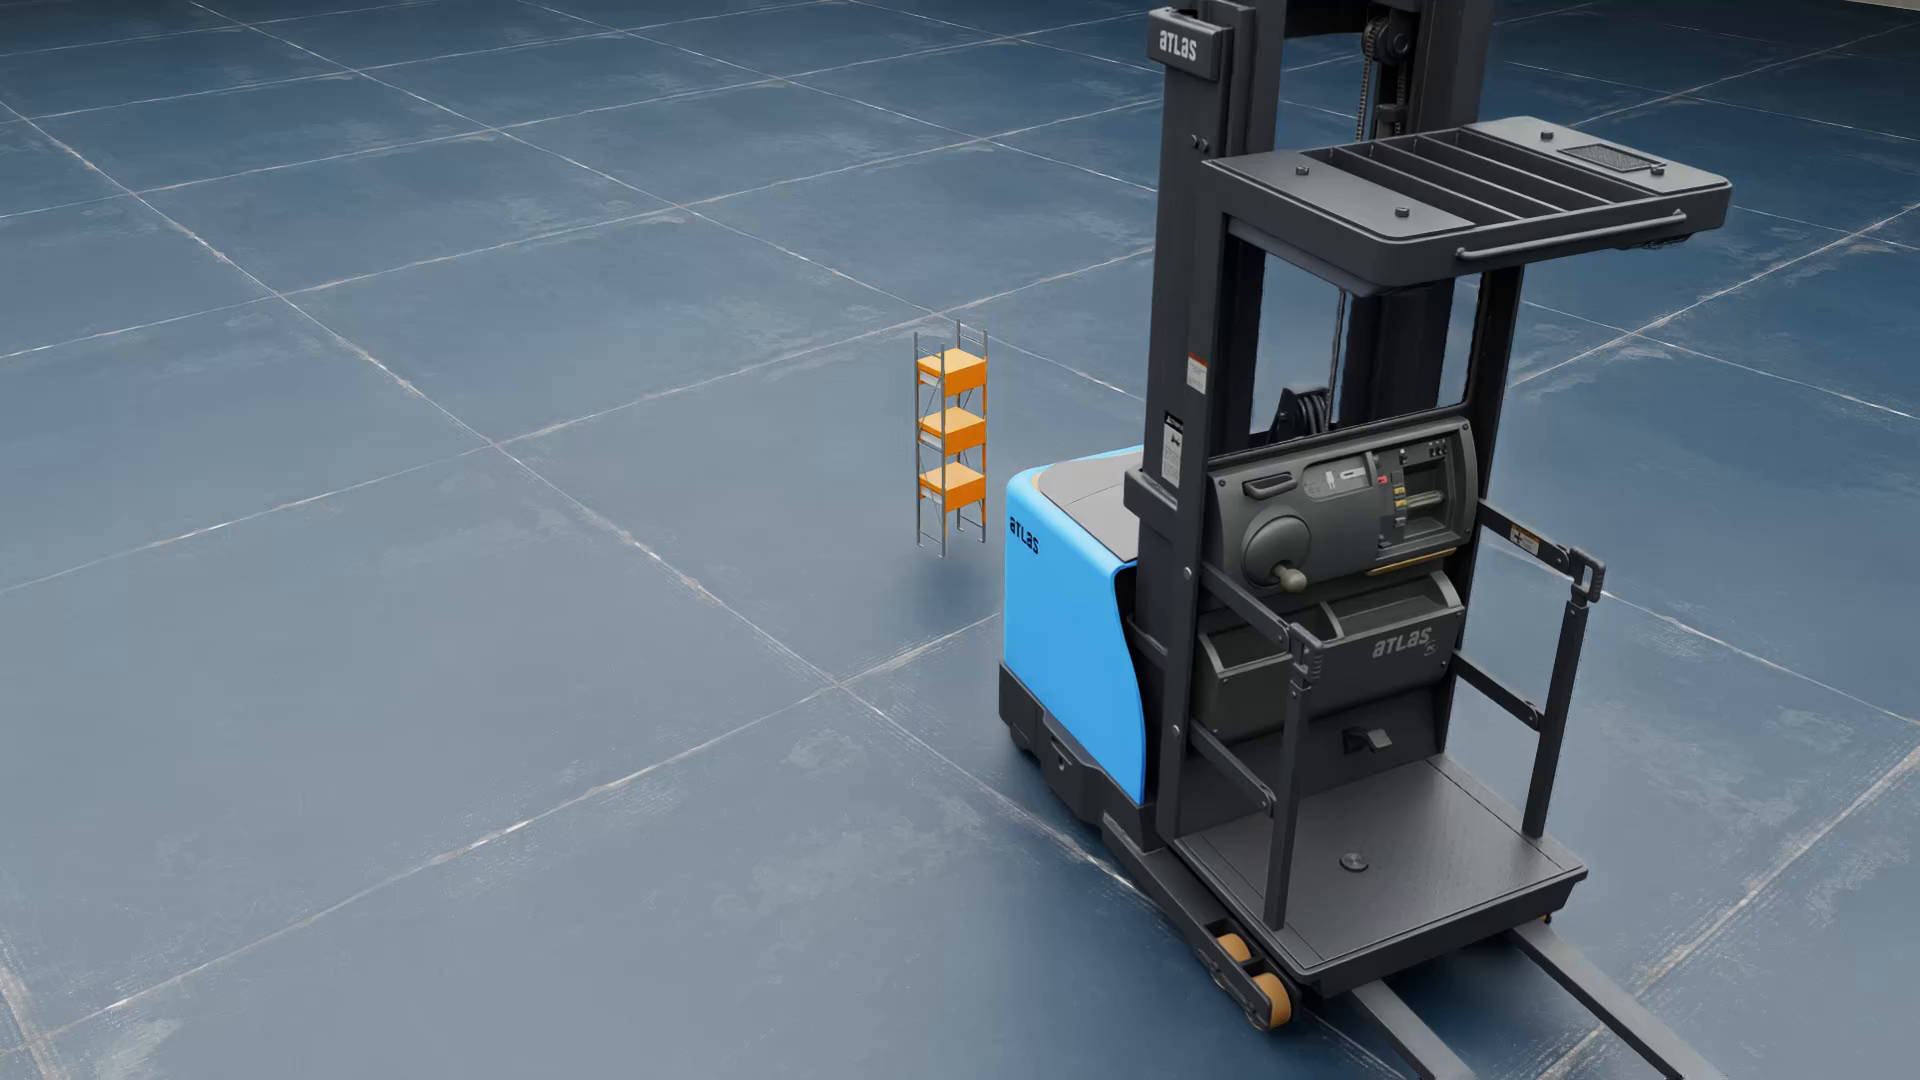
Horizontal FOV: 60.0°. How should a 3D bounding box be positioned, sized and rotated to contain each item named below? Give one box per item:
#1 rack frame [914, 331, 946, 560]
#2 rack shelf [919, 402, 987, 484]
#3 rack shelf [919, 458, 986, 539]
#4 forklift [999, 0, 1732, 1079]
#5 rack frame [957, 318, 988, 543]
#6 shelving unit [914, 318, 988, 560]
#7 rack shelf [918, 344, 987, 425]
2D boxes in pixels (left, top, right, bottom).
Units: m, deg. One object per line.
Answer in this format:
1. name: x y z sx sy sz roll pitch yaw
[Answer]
1. rack frame: -0.134 -0.409 7.402 0.008 1.050 0.200 -22 35 -35
2. rack shelf: -0.041 -0.437 7.477 0.240 0.259 0.215 -22 35 -35
3. rack shelf: -0.041 -0.192 7.608 0.240 0.259 0.215 -22 35 -35
4. forklift: 1.245 -0.060 4.752 1.130 2.935 3.031 -13 31 -23
5. rack frame: 0.052 -0.484 7.542 0.008 1.050 0.200 -22 35 -35
6. shelving unit: -0.041 -0.447 7.472 0.252 1.050 0.215 -22 35 -35
7. rack shelf: -0.041 -0.688 7.343 0.240 0.259 0.215 -22 35 -35
